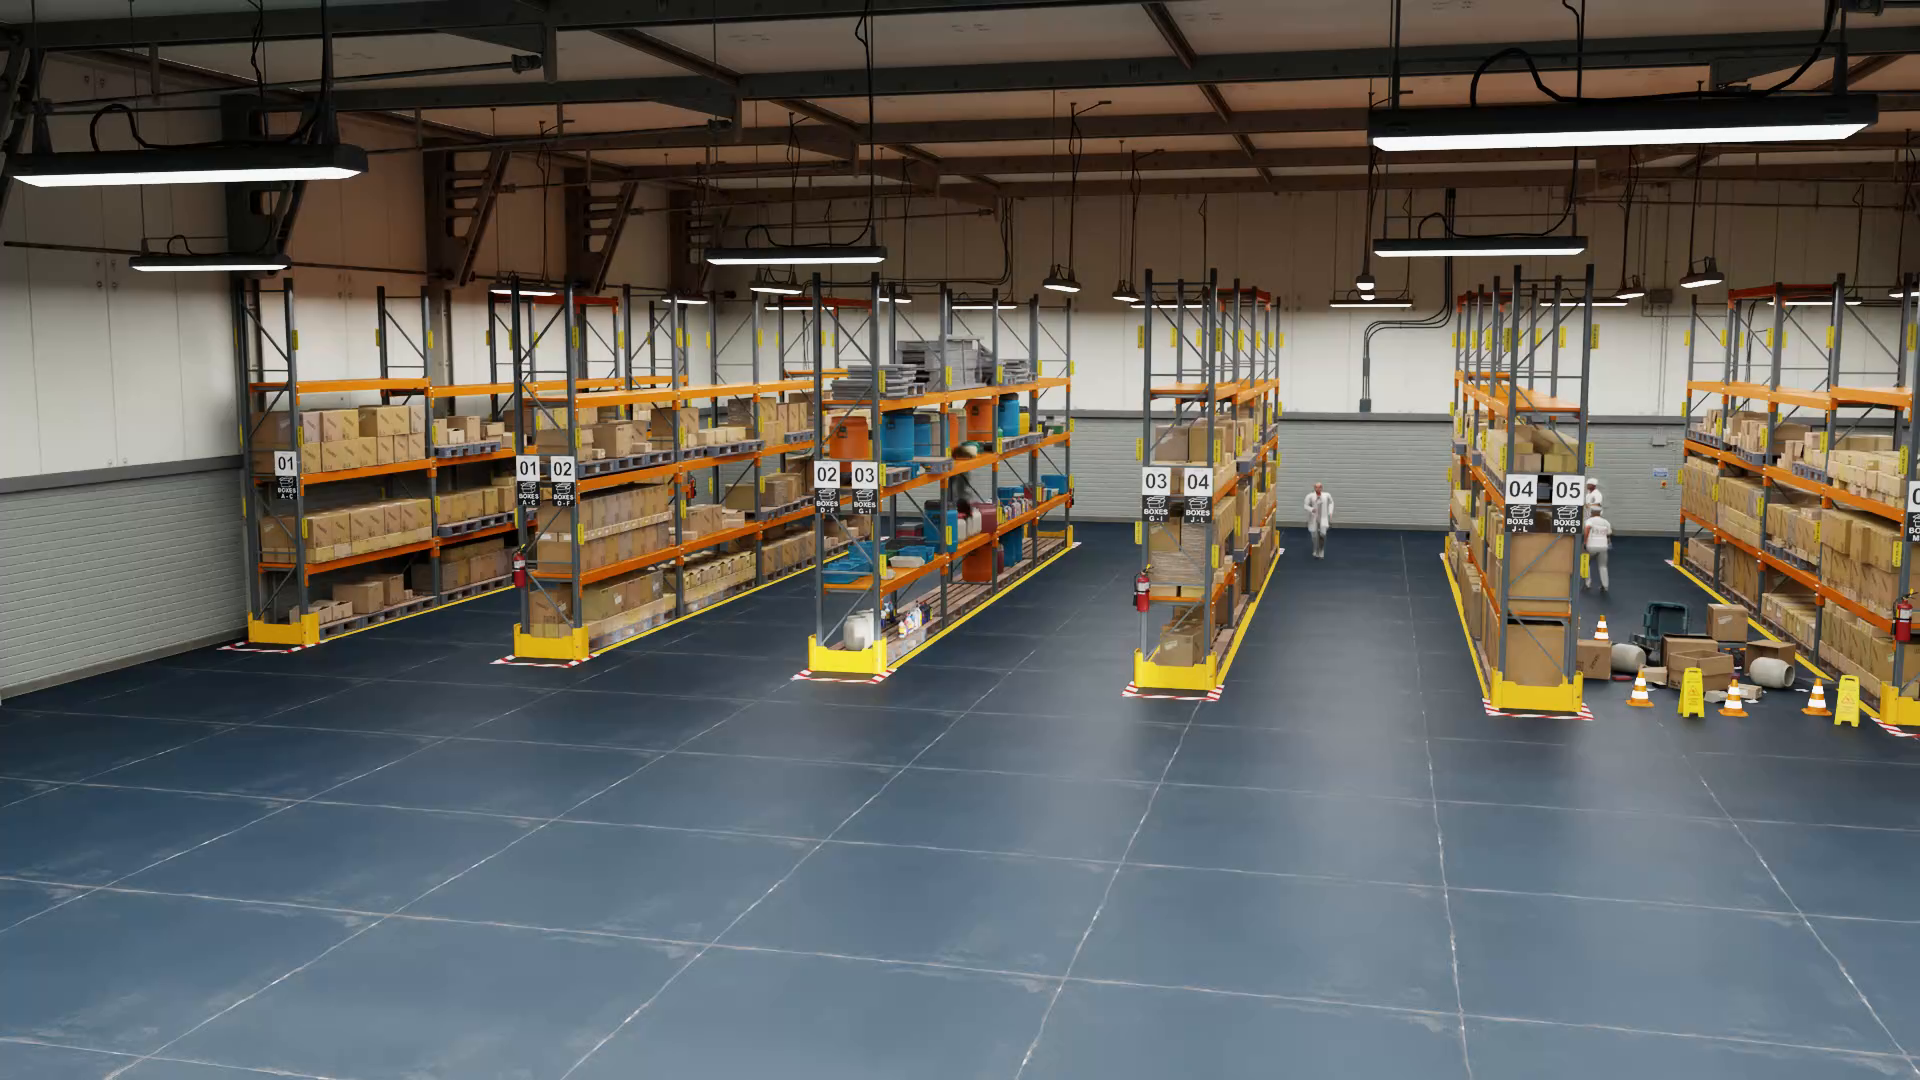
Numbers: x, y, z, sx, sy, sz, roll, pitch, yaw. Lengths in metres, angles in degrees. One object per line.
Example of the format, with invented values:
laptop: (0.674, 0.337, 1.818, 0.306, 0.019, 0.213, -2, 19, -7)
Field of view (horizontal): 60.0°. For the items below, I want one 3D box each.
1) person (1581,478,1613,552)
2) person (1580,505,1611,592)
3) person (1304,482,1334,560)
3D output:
person: (14.897, -0.551, 38.988, 0.855, 1.803, 0.698, 0, 7, 0)
person: (12.636, 0.202, 33.042, 0.666, 1.746, 0.998, 0, 7, 3)
person: (8.223, -0.440, 38.131, 0.682, 1.780, 0.847, 1, 7, 9)
